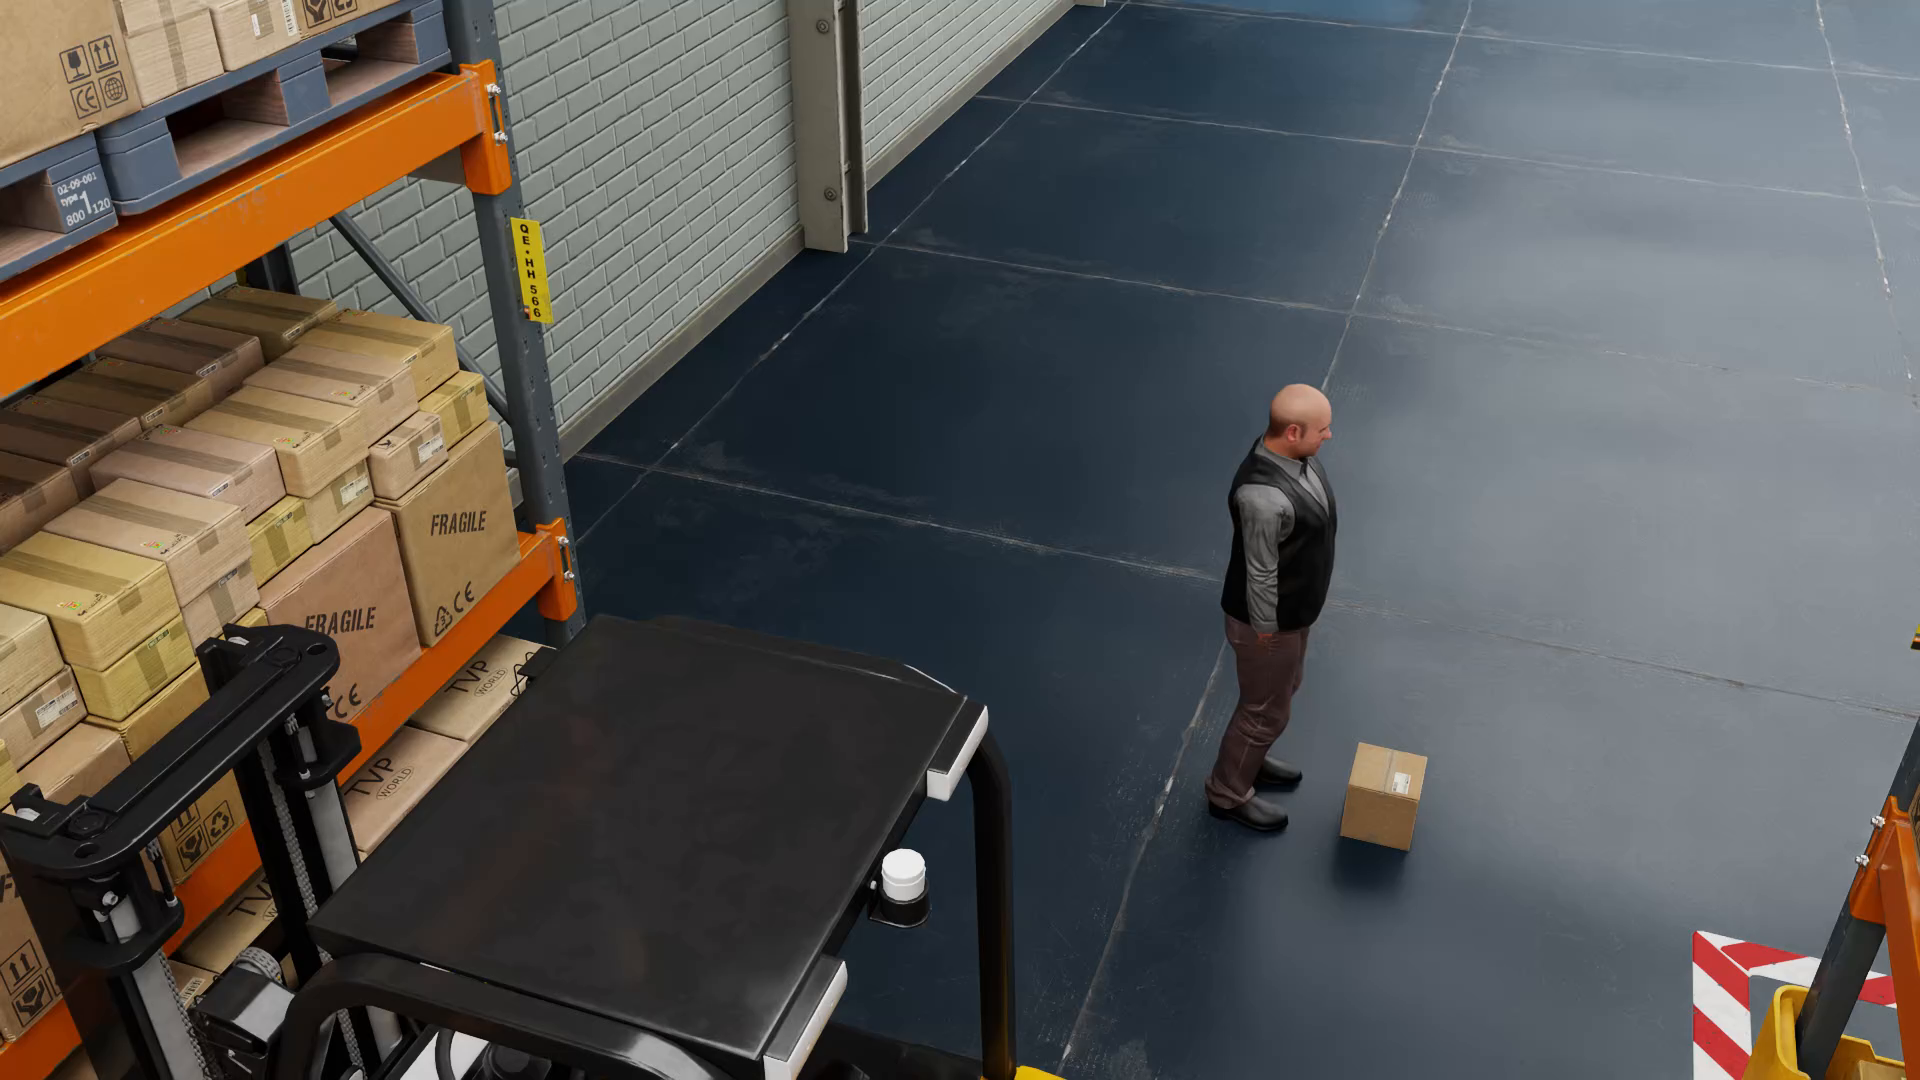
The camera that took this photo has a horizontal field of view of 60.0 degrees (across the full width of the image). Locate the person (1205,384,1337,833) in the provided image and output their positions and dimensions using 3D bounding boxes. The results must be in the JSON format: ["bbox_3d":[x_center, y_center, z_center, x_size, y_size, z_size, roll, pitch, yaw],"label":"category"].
[{"bbox_3d":[1.101,0.225,5.828,0.357,1.713,0.534,12,35,17],"label":"person"}]
